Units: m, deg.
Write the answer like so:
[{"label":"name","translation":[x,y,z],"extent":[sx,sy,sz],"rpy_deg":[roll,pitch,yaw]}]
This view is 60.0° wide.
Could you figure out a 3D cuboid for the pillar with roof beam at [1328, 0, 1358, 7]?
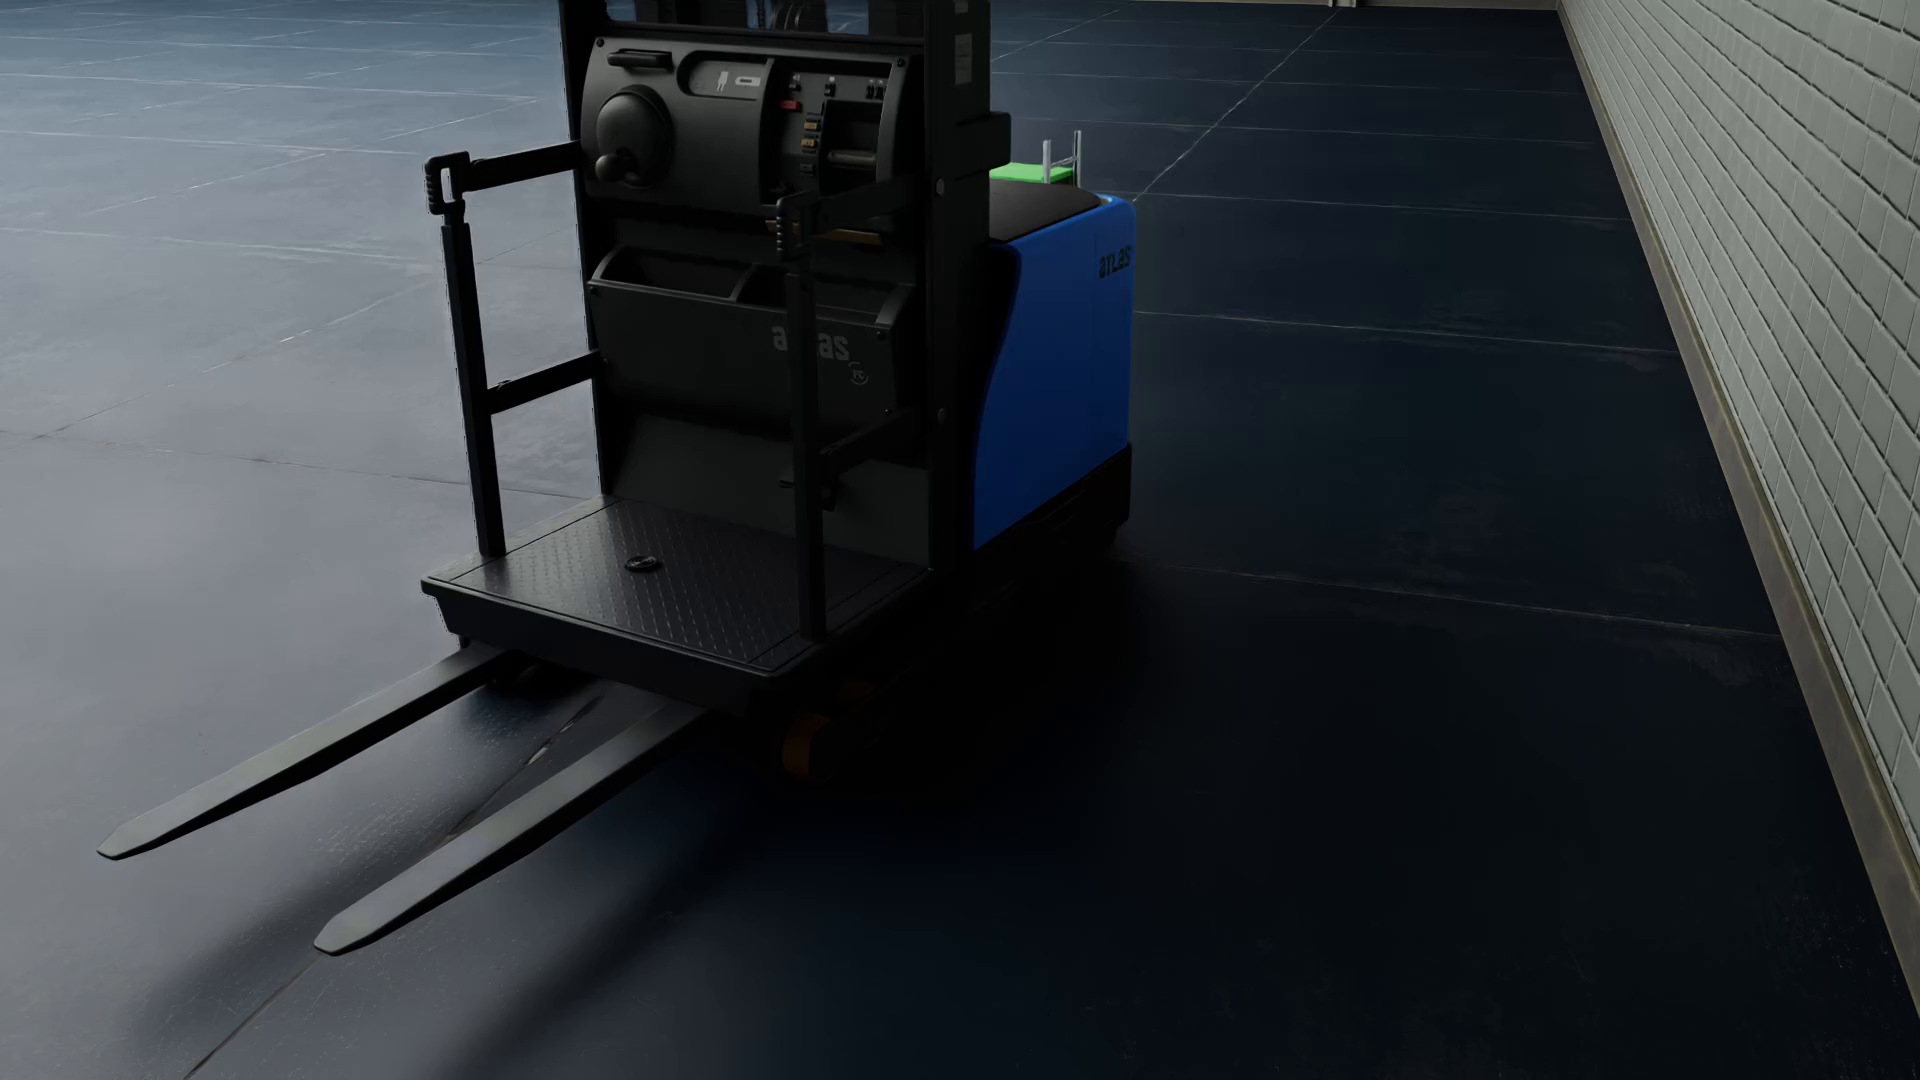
[{"label":"pillar with roof beam","translation":[4.353,-10.403,18.773],"extent":[0.400,9.000,9.100],"rpy_deg":[7,23,16]}]

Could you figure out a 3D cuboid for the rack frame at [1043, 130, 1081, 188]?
[{"label":"rack frame","translation":[0.320,-0.703,5.403],"extent":[0.015,1.200,0.240],"rpy_deg":[12,25,27]}]

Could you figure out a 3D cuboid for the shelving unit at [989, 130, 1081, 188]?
[{"label":"shelving unit","translation":[0.108,-0.749,5.514],"extent":[0.503,1.200,0.258],"rpy_deg":[12,25,27]}]

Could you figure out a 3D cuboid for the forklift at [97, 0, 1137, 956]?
[{"label":"forklift","translation":[-0.632,-0.985,3.809],"extent":[1.130,2.935,3.031],"rpy_deg":[12,25,27]}]

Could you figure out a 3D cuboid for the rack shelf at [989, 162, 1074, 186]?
[{"label":"rack shelf","translation":[0.108,-1.133,5.356],"extent":[0.480,0.148,0.258],"rpy_deg":[12,25,27]}]
